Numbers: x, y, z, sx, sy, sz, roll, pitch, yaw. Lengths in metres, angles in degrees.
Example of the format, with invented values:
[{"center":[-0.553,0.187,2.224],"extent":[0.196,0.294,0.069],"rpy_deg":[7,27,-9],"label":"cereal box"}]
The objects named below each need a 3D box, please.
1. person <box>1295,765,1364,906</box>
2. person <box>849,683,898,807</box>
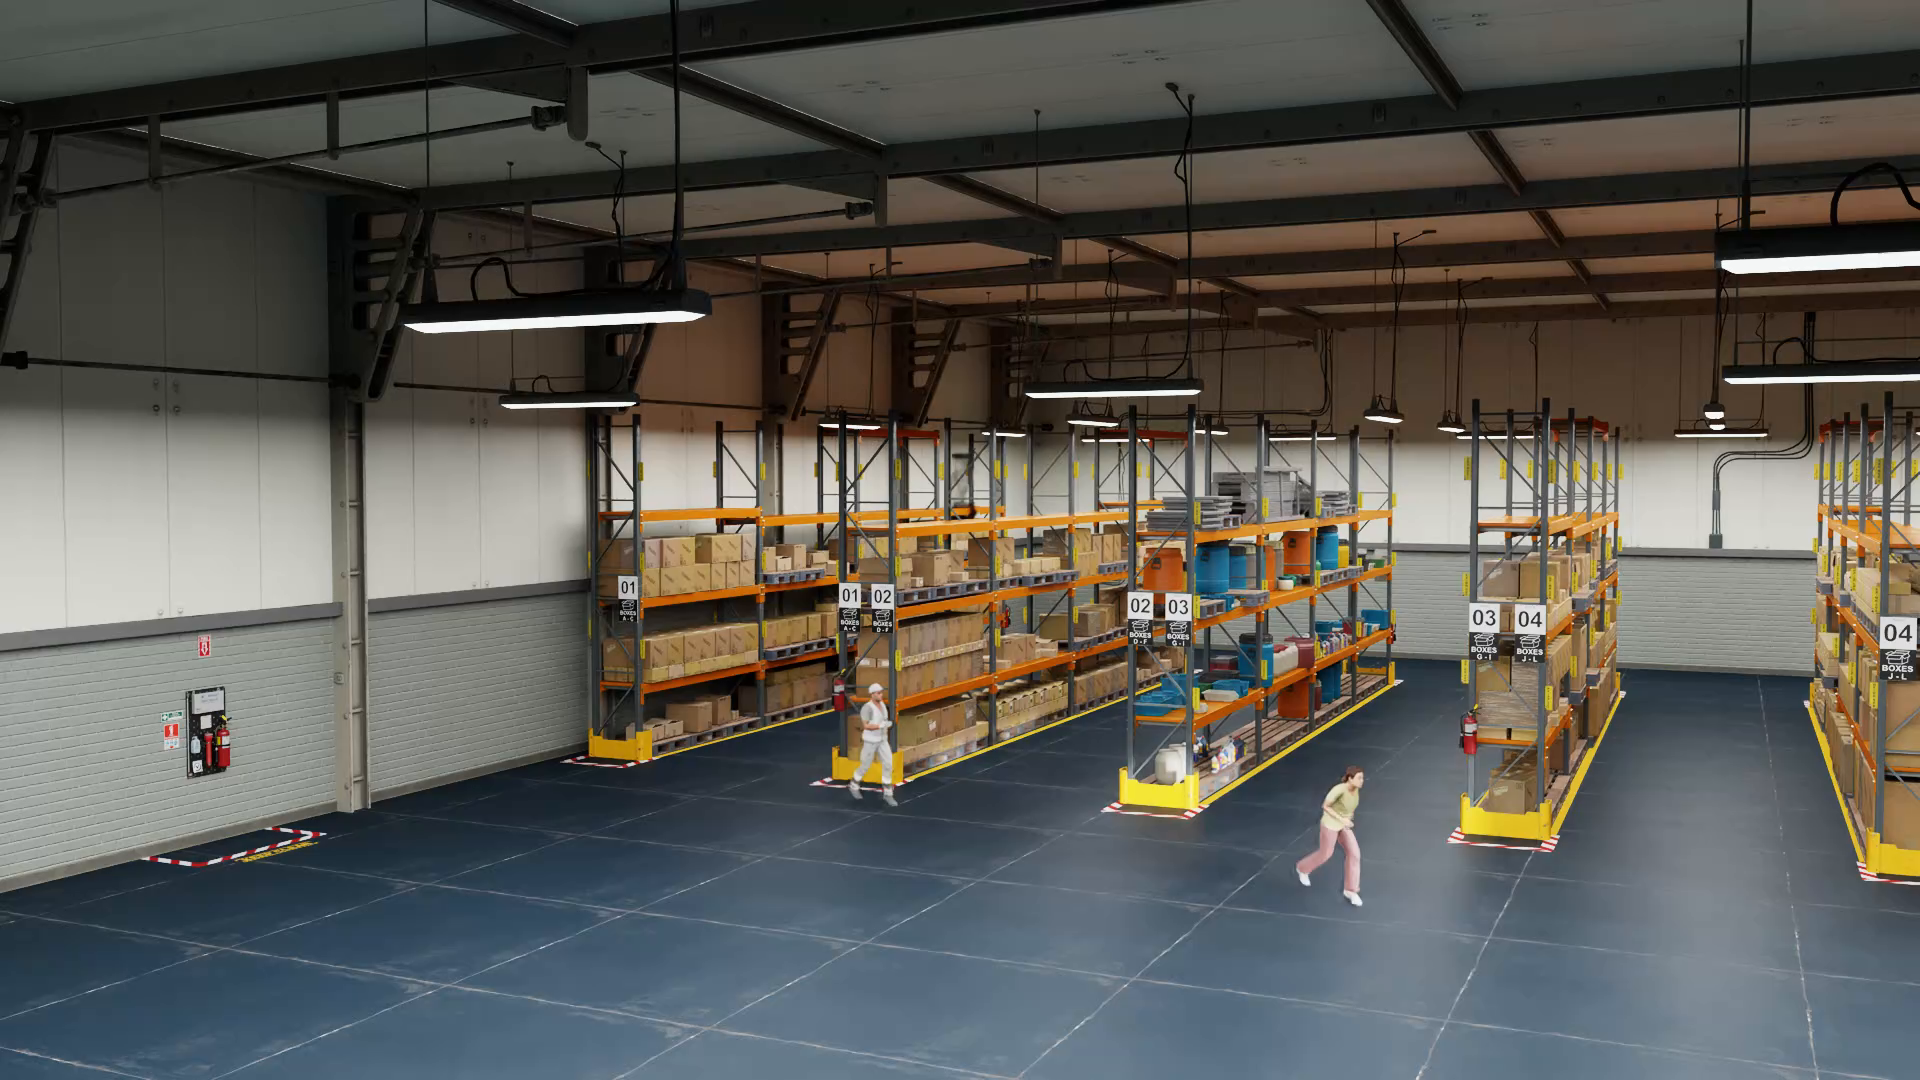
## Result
[{"center":[4.368,3.415,19.577],"extent":[0.614,1.625,0.994],"rpy_deg":[-2,3,-42],"label":"person"},{"center":[-1.301,3.056,24.991],"extent":[0.904,1.825,0.652],"rpy_deg":[2,3,42],"label":"person"}]
